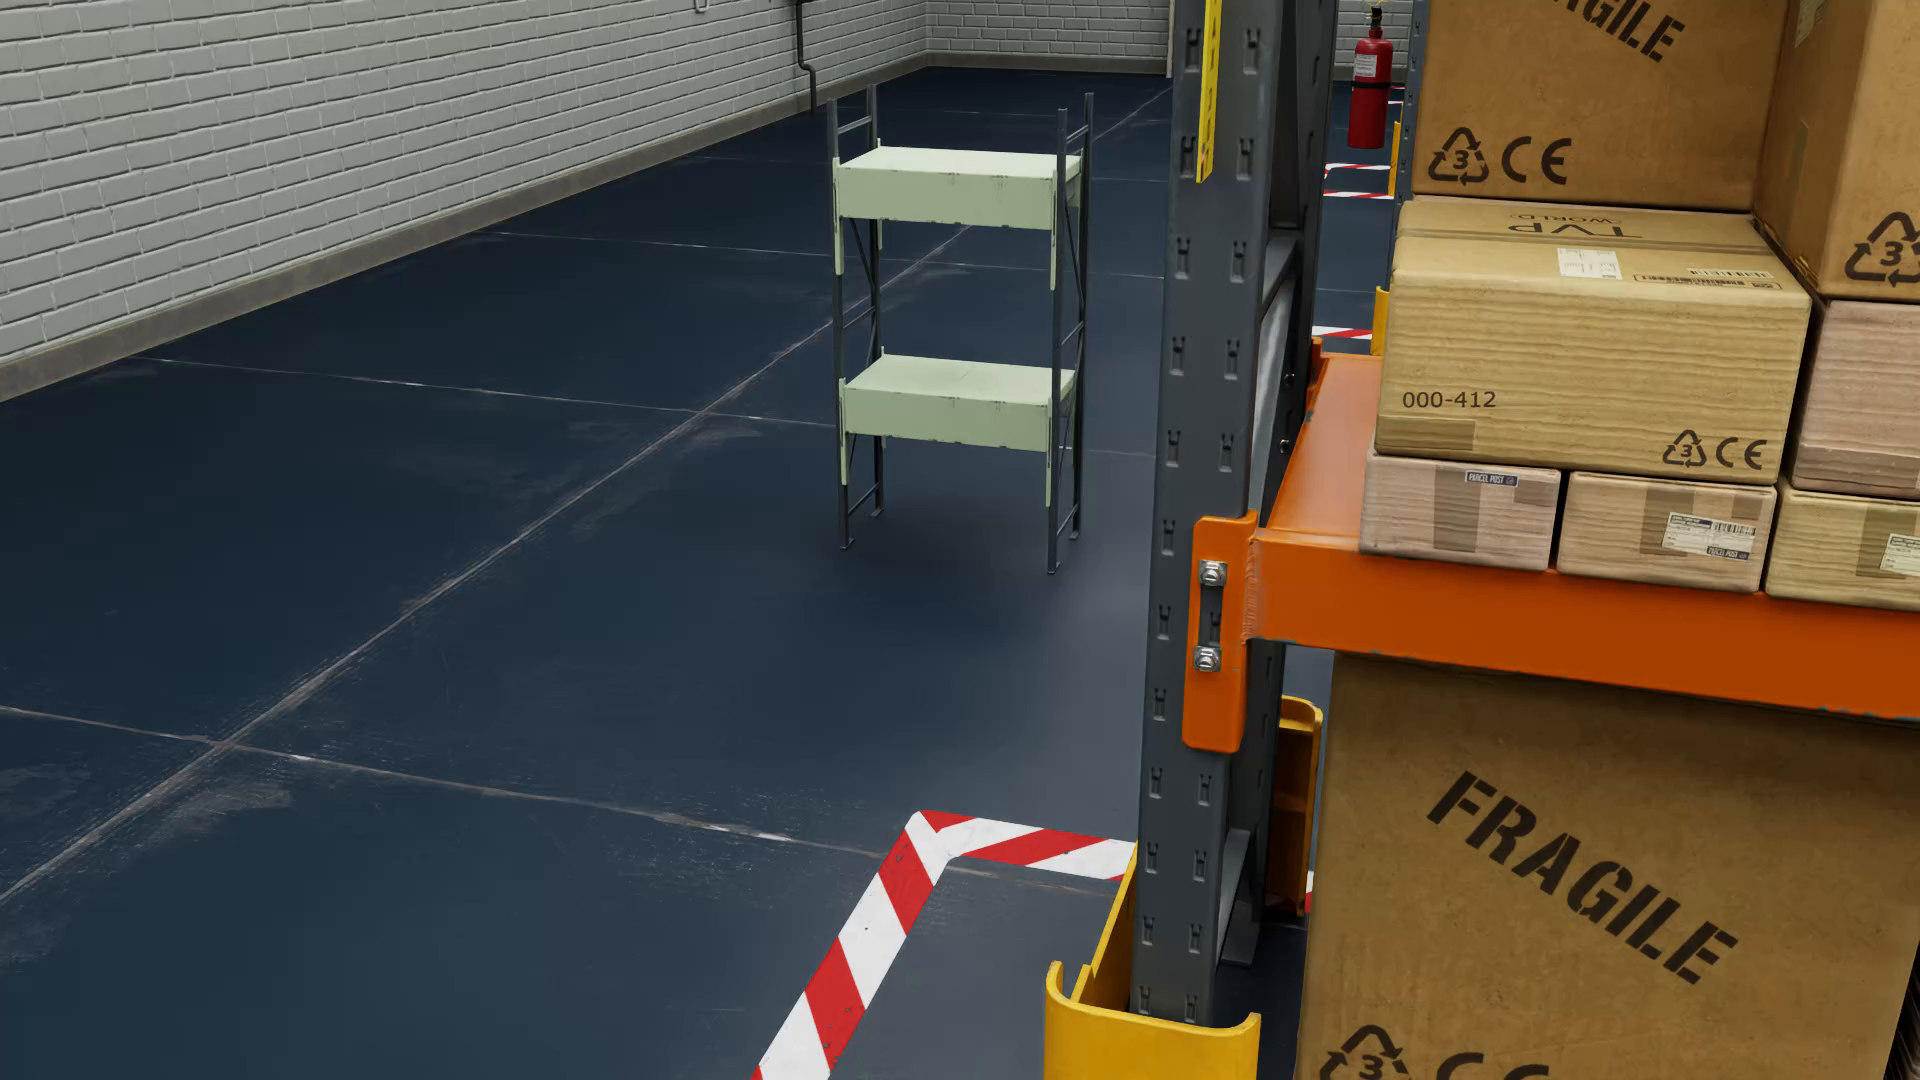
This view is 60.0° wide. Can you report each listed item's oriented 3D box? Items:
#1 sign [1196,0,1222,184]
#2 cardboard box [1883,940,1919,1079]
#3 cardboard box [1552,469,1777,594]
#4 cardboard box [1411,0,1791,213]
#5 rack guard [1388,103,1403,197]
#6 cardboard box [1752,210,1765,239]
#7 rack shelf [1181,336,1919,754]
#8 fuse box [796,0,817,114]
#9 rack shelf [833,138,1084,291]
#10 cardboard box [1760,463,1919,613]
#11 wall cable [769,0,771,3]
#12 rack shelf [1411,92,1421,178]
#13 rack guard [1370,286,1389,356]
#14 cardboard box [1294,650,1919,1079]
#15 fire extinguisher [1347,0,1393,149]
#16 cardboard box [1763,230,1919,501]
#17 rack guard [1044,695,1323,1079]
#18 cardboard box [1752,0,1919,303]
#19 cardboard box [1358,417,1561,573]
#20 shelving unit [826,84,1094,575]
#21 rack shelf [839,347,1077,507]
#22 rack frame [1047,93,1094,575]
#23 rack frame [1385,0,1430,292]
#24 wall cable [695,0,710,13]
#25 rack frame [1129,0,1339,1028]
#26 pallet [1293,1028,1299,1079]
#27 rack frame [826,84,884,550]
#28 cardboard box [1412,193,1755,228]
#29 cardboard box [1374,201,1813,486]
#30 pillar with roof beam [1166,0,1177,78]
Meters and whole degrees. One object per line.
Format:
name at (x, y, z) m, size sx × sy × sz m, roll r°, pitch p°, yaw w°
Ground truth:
sign at (0.314, -0.616, 2.074) m, size 0.005 × 0.325 × 0.100 m, roll 7°, pitch 23°, yaw 16°
cardboard box at (1.987, 0.550, 2.723) m, size 0.875 × 0.875 × 0.875 m, roll 7°, pitch 23°, yaw 16°
cardboard box at (0.970, -0.077, 2.336) m, size 0.250 × 0.149 × 0.380 m, roll 6°, pitch 23°, yaw 15°
cardboard box at (1.022, -0.837, 2.675) m, size 0.500 × 0.500 × 0.500 m, roll 7°, pitch 23°, yaw 16°
rack guard at (3.319, -2.826, 12.001) m, size 0.348 × 0.500 × 1.175 m, roll 7°, pitch 23°, yaw 16°
cardboard box at (1.506, -0.435, 2.684) m, size 0.500 × 0.250 × 0.500 m, roll 6°, pitch 23°, yaw 15°
rack shelf at (2.395, 0.173, 2.345) m, size 4.000 × 0.370 × 1.077 m, roll 7°, pitch 23°, yaw 16°
fuse box at (-1.316, -4.741, 15.073) m, size 0.414 × 1.711 × 0.539 m, roll 7°, pitch 23°, yaw 16°
rack shelf at (0.006, -1.054, 5.336) m, size 0.720 × 0.370 × 0.431 m, roll 7°, pitch 23°, yaw 16°
cardboard box at (1.216, -0.049, 2.268) m, size 0.250 × 0.149 × 0.380 m, roll 6°, pitch 23°, yaw 14°
wall cable at (-1.664, -5.576, 14.073) m, size 0.122 × 1.984 × 0.588 m, roll 7°, pitch 23°, yaw 16°
rack shelf at (3.924, -1.618, 6.711) m, size 4.000 × 0.370 × 1.077 m, roll 7°, pitch 23°, yaw 16°
rack guard at (2.082, -1.006, 7.563) m, size 0.348 × 0.500 × 1.175 m, roll 7°, pitch 23°, yaw 16°
cardboard box at (1.116, 0.450, 2.966) m, size 0.875 × 0.875 × 0.875 m, roll 7°, pitch 23°, yaw 16°
fire extinguisher at (1.901, -2.158, 7.671) m, size 0.183 × 0.674 × 0.296 m, roll 7°, pitch 23°, yaw 16°
cardboard box at (1.361, -0.242, 2.214) m, size 0.500 × 0.250 × 0.500 m, roll 6°, pitch 23°, yaw 15°
rack guard at (0.457, 0.774, 3.224) m, size 0.348 × 0.500 × 1.175 m, roll 7°, pitch 23°, yaw 16°
cardboard box at (1.340, -0.589, 2.071) m, size 0.500 × 0.500 × 0.500 m, roll 6°, pitch 23°, yaw 14°
cardboard box at (0.724, -0.105, 2.403) m, size 0.250 × 0.149 × 0.380 m, roll 7°, pitch 23°, yaw 16°
shelving unit at (0.006, -0.693, 5.484) m, size 0.755 × 1.500 × 0.431 m, roll 7°, pitch 23°, yaw 16°
rack shelf at (0.006, -0.392, 5.607) m, size 0.720 × 0.370 × 0.431 m, roll 7°, pitch 23°, yaw 16°
rack frame at (0.357, -0.653, 5.386) m, size 0.023 × 1.500 × 0.400 m, roll 7°, pitch 23°, yaw 16°
rack frame at (2.009, -2.171, 7.109) m, size 0.127 × 3.000 × 1.000 m, roll 7°, pitch 23°, yaw 16°
wall cable at (-2.063, -5.074, 12.808) m, size 0.123 × 1.953 × 0.585 m, roll 7°, pitch 23°, yaw 16°
rack frame at (0.480, -0.380, 2.743) m, size 0.127 × 3.000 × 1.000 m, roll 7°, pitch 23°, yaw 16°
pallet at (1.268, 0.970, 3.128) m, size 1.213 × 0.211 × 1.003 m, roll 7°, pitch 23°, yaw 16°
rack frame at (-0.344, -0.733, 5.581) m, size 0.023 × 1.500 × 0.400 m, roll 7°, pitch 23°, yaw 16°
cardboard box at (1.020, -0.491, 2.820) m, size 0.500 × 0.250 × 0.500 m, roll 6°, pitch 23°, yaw 15°
cardboard box at (0.861, -0.297, 2.347) m, size 0.500 × 0.250 × 0.500 m, roll 6°, pitch 23°, yaw 14°
pillar with roof beam at (1.208, -7.618, 12.485) m, size 0.400 × 9.000 × 9.100 m, roll 7°, pitch 23°, yaw 16°
